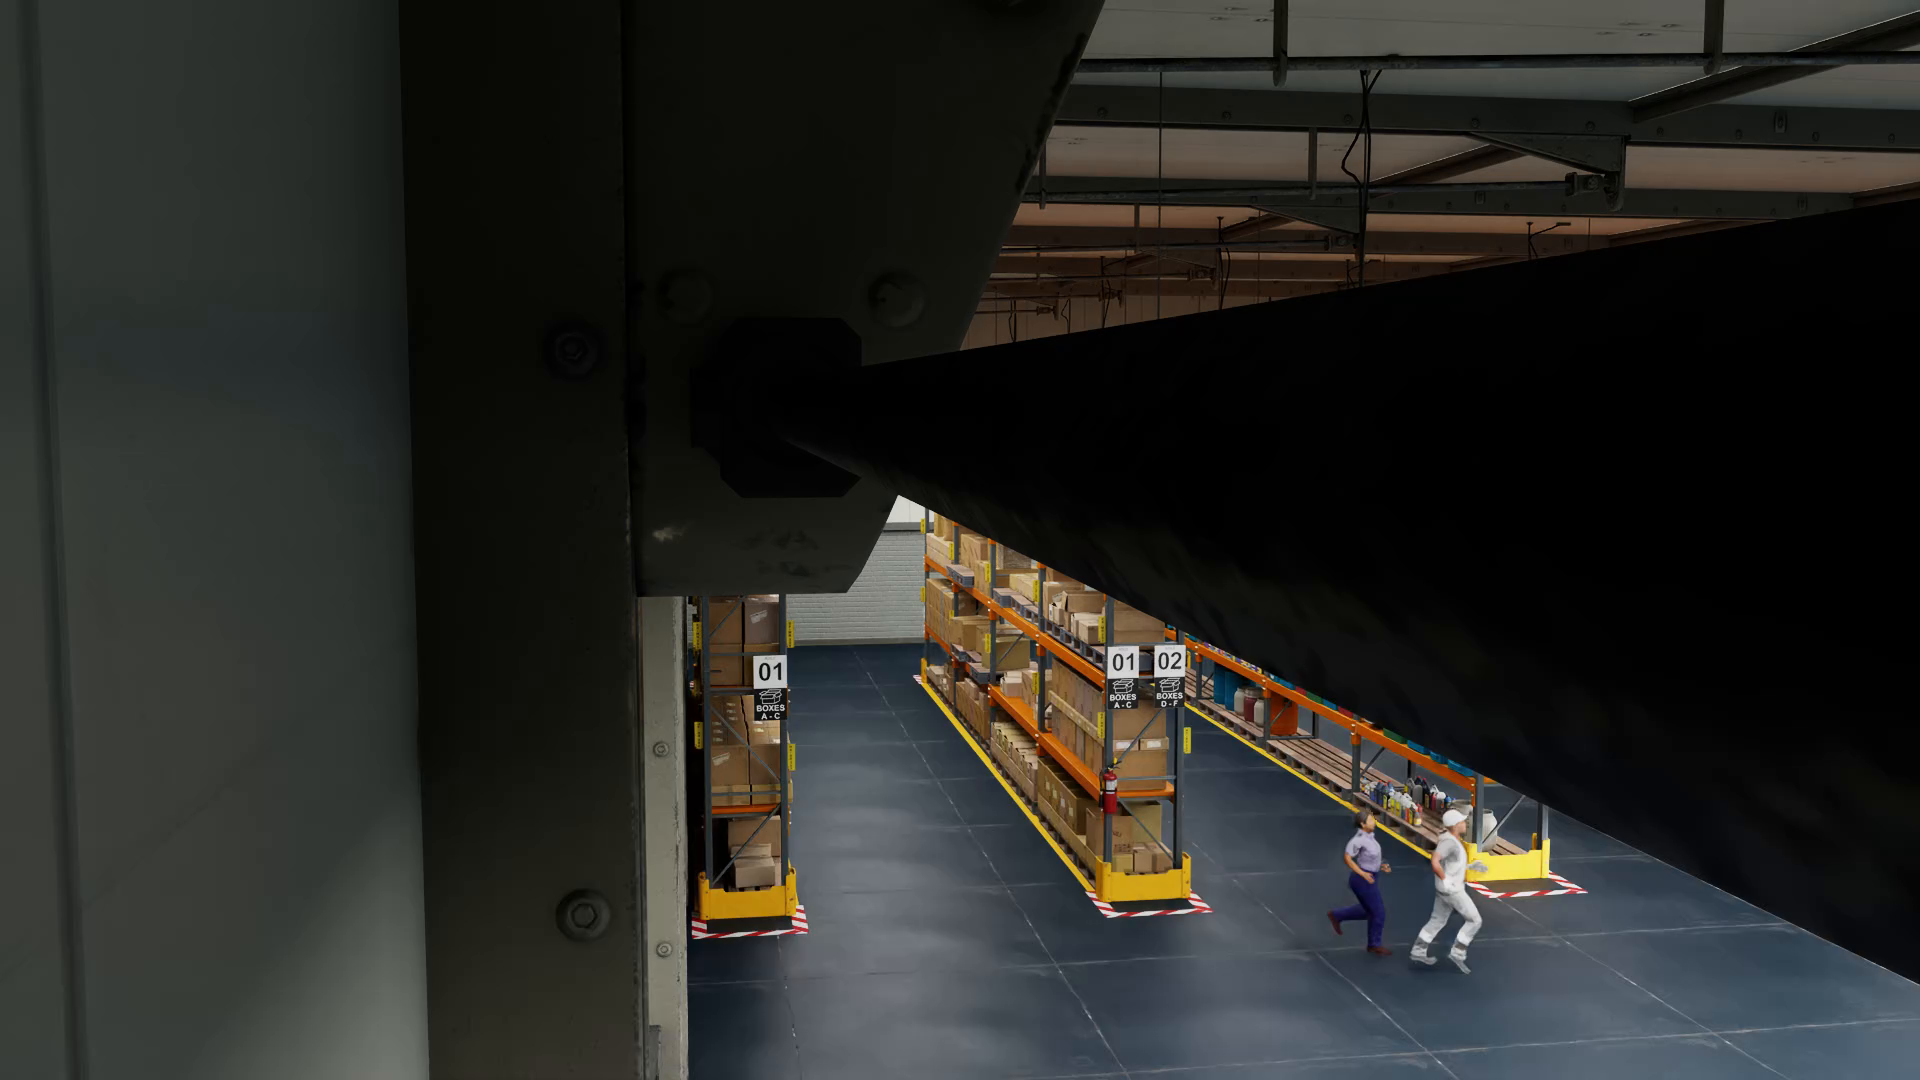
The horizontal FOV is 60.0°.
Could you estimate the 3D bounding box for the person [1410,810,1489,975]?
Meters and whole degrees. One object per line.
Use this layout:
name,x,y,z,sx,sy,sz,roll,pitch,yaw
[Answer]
person,5.358,3.841,18.147,0.819,1.800,0.690,1,5,9

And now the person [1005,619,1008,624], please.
person,0.825,1.960,37.363,0.666,1.777,0.703,4,6,38

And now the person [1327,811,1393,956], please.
person,4.551,3.885,18.875,0.745,1.623,0.607,2,5,22
